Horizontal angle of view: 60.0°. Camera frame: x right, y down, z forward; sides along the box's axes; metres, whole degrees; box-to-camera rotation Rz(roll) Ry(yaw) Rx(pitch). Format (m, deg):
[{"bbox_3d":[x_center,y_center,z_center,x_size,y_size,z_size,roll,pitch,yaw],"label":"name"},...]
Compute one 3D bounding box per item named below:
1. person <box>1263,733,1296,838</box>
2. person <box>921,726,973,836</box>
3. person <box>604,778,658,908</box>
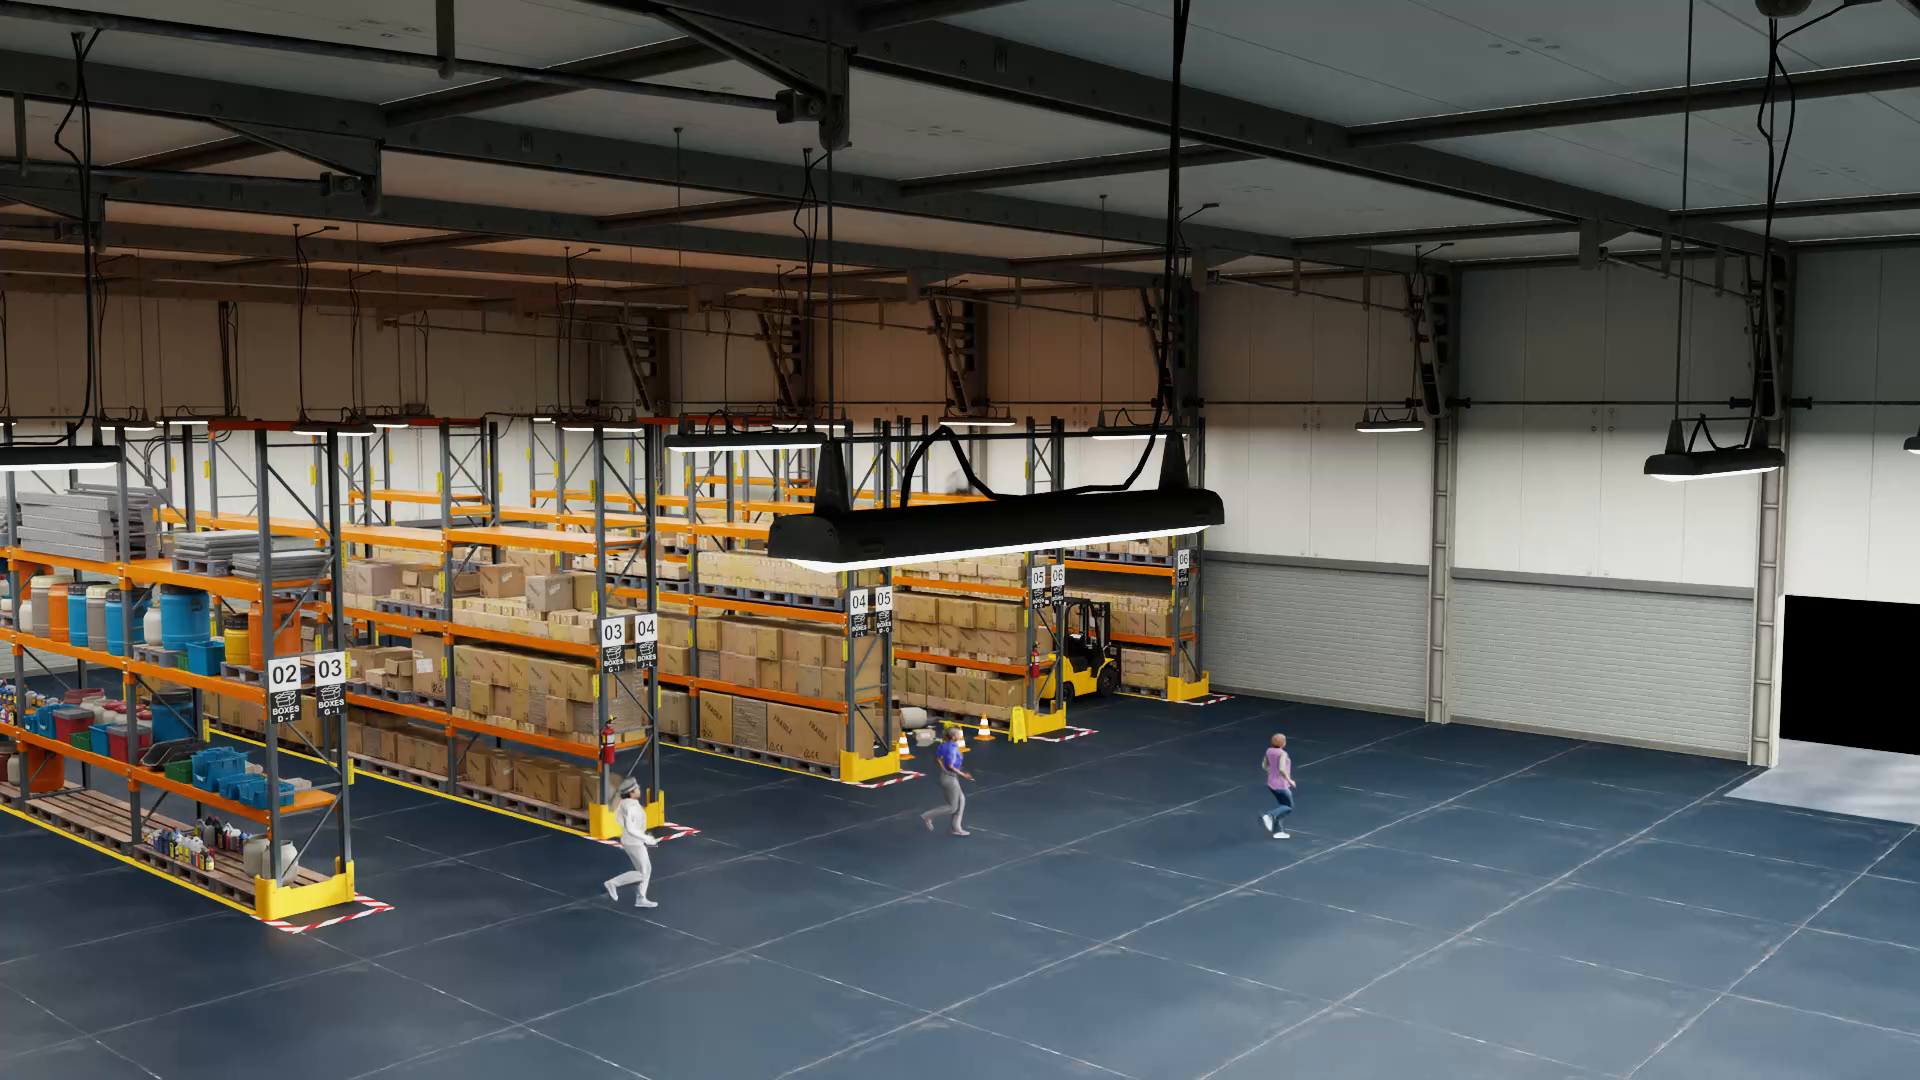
[{"bbox_3d":[4.573,3.565,24.047,0.549,1.557,0.538,-2,5,-26],"label":"person"},{"bbox_3d":[-0.222,3.528,24.210,0.759,1.615,0.568,-1,5,-14],"label":"person"},{"bbox_3d":[-4.123,3.787,20.737,0.677,1.668,0.619,-2,5,-23],"label":"person"}]
